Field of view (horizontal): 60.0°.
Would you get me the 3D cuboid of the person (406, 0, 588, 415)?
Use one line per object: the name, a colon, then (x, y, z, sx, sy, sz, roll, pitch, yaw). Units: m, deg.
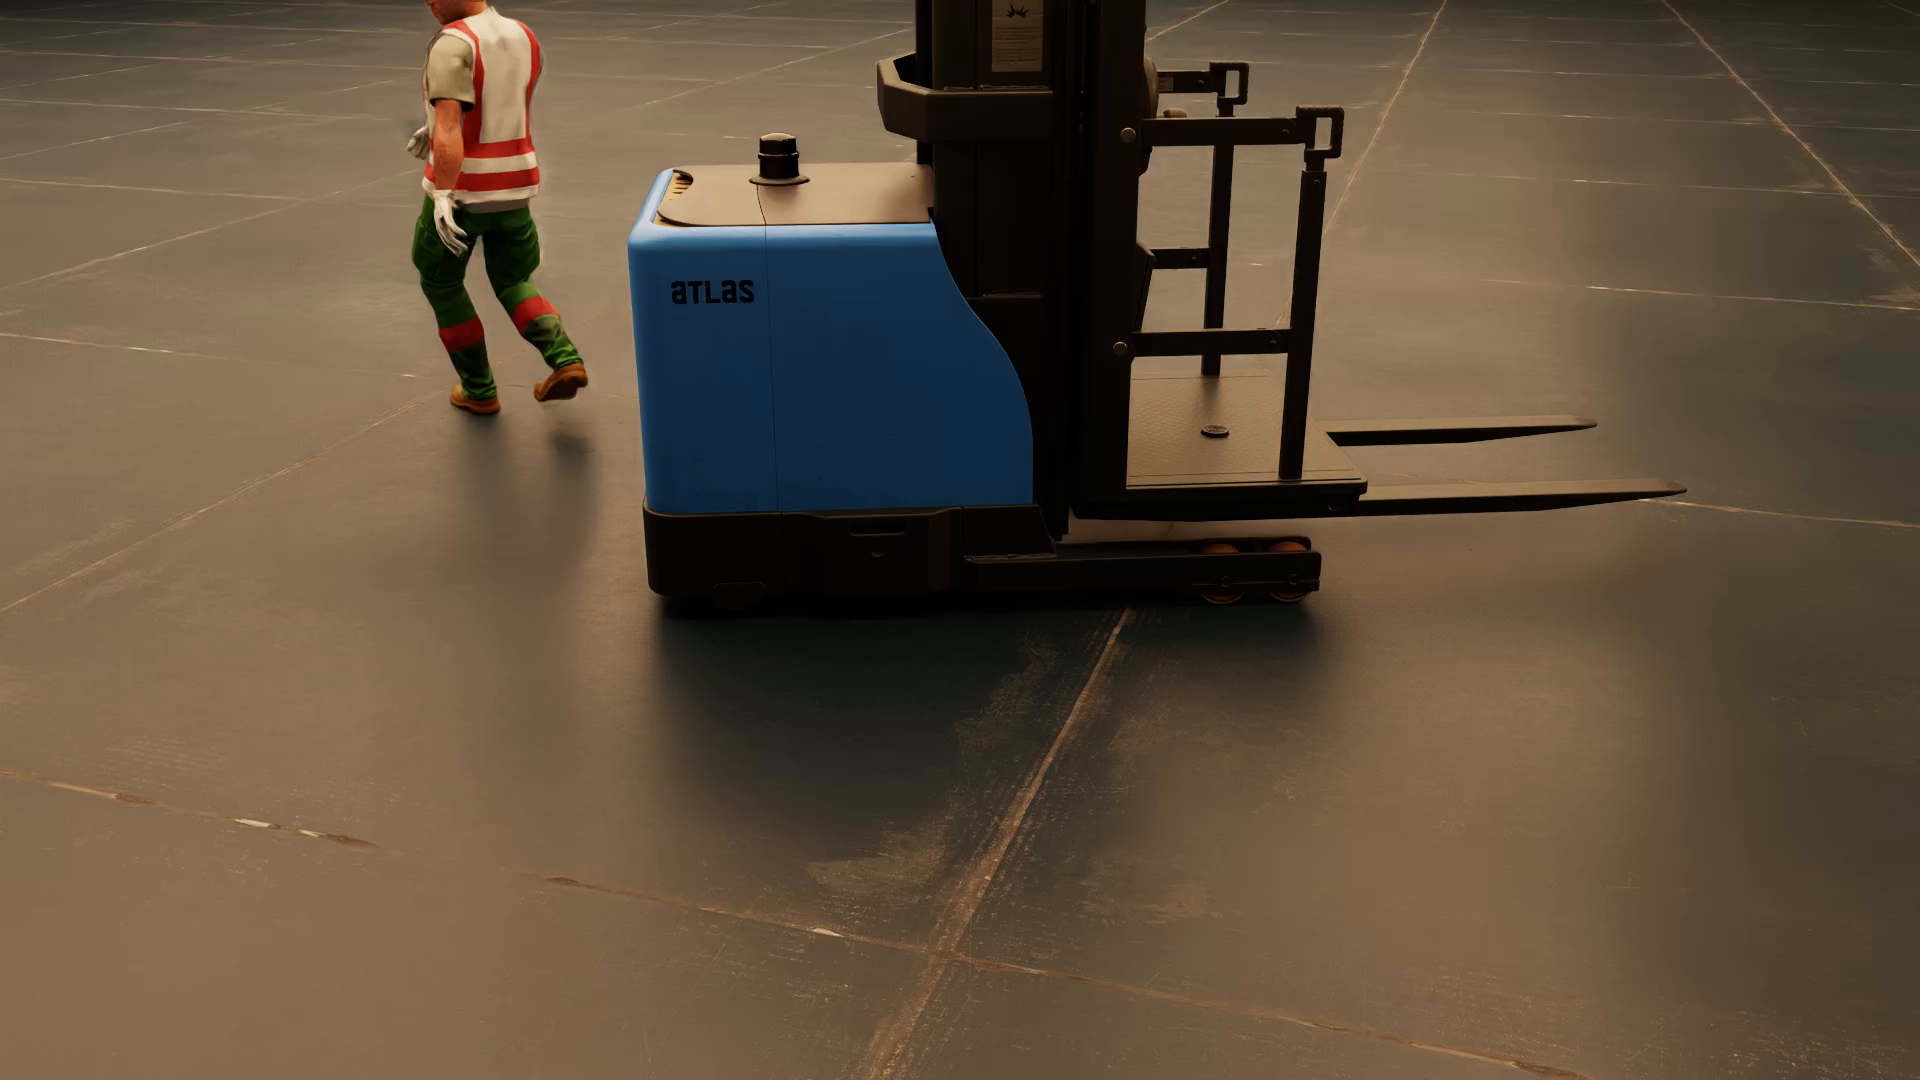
person: (-1.714, -1.241, 5.894, 0.735, 1.708, 0.650, 20, 30, 40)

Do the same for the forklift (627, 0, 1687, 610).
forklift: (0.606, -1.374, 4.608, 3.031, 2.935, 1.130, -2, 23, -4)
